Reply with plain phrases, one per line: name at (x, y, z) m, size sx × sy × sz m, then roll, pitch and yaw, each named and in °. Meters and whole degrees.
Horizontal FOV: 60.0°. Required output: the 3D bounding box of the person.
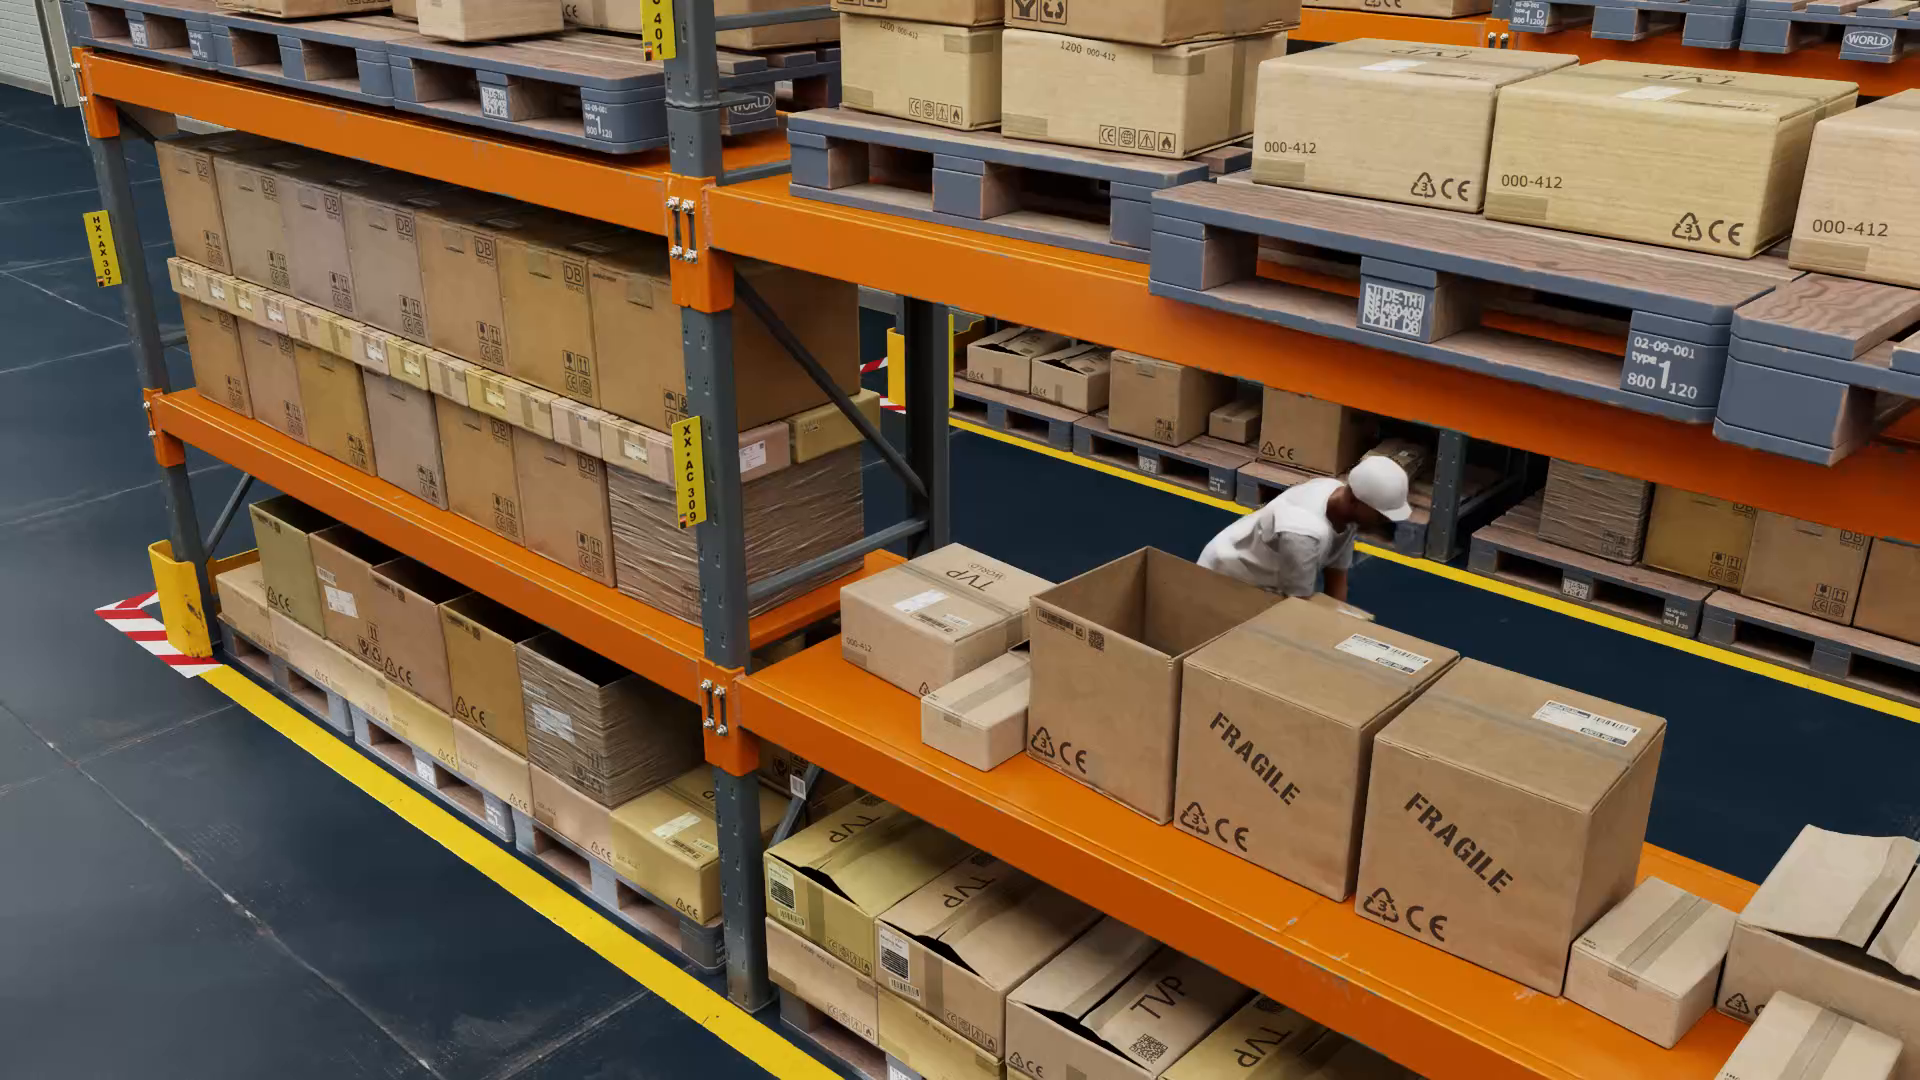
person at (1.335, 0.328, 6.624) m, size 0.822 × 1.544 × 0.479 m, roll 19°, pitch 30°, yaw 37°
